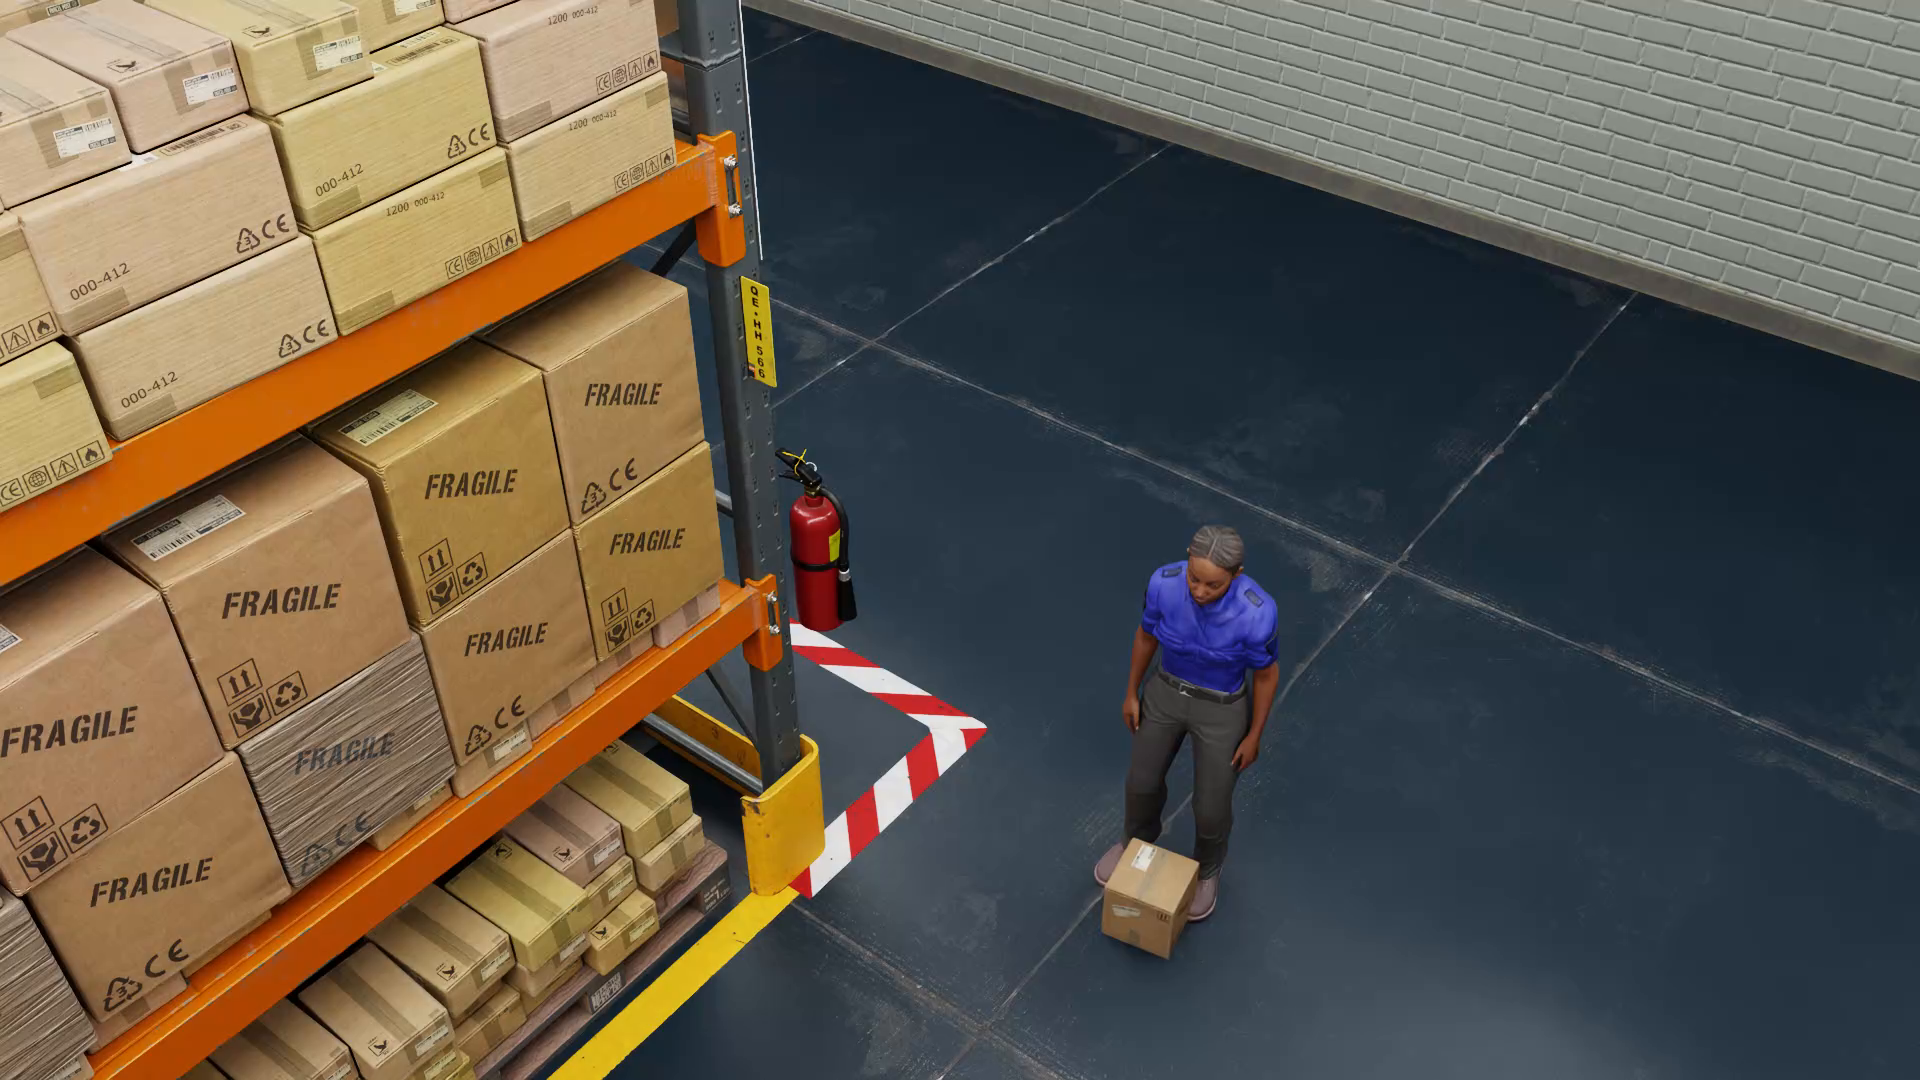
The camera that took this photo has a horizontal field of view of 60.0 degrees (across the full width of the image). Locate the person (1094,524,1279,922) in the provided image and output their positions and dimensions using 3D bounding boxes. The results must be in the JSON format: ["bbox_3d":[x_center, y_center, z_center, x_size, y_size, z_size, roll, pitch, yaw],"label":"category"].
[{"bbox_3d":[0.763,0.566,5.462,0.509,1.654,0.344,19,43,21],"label":"person"}]
